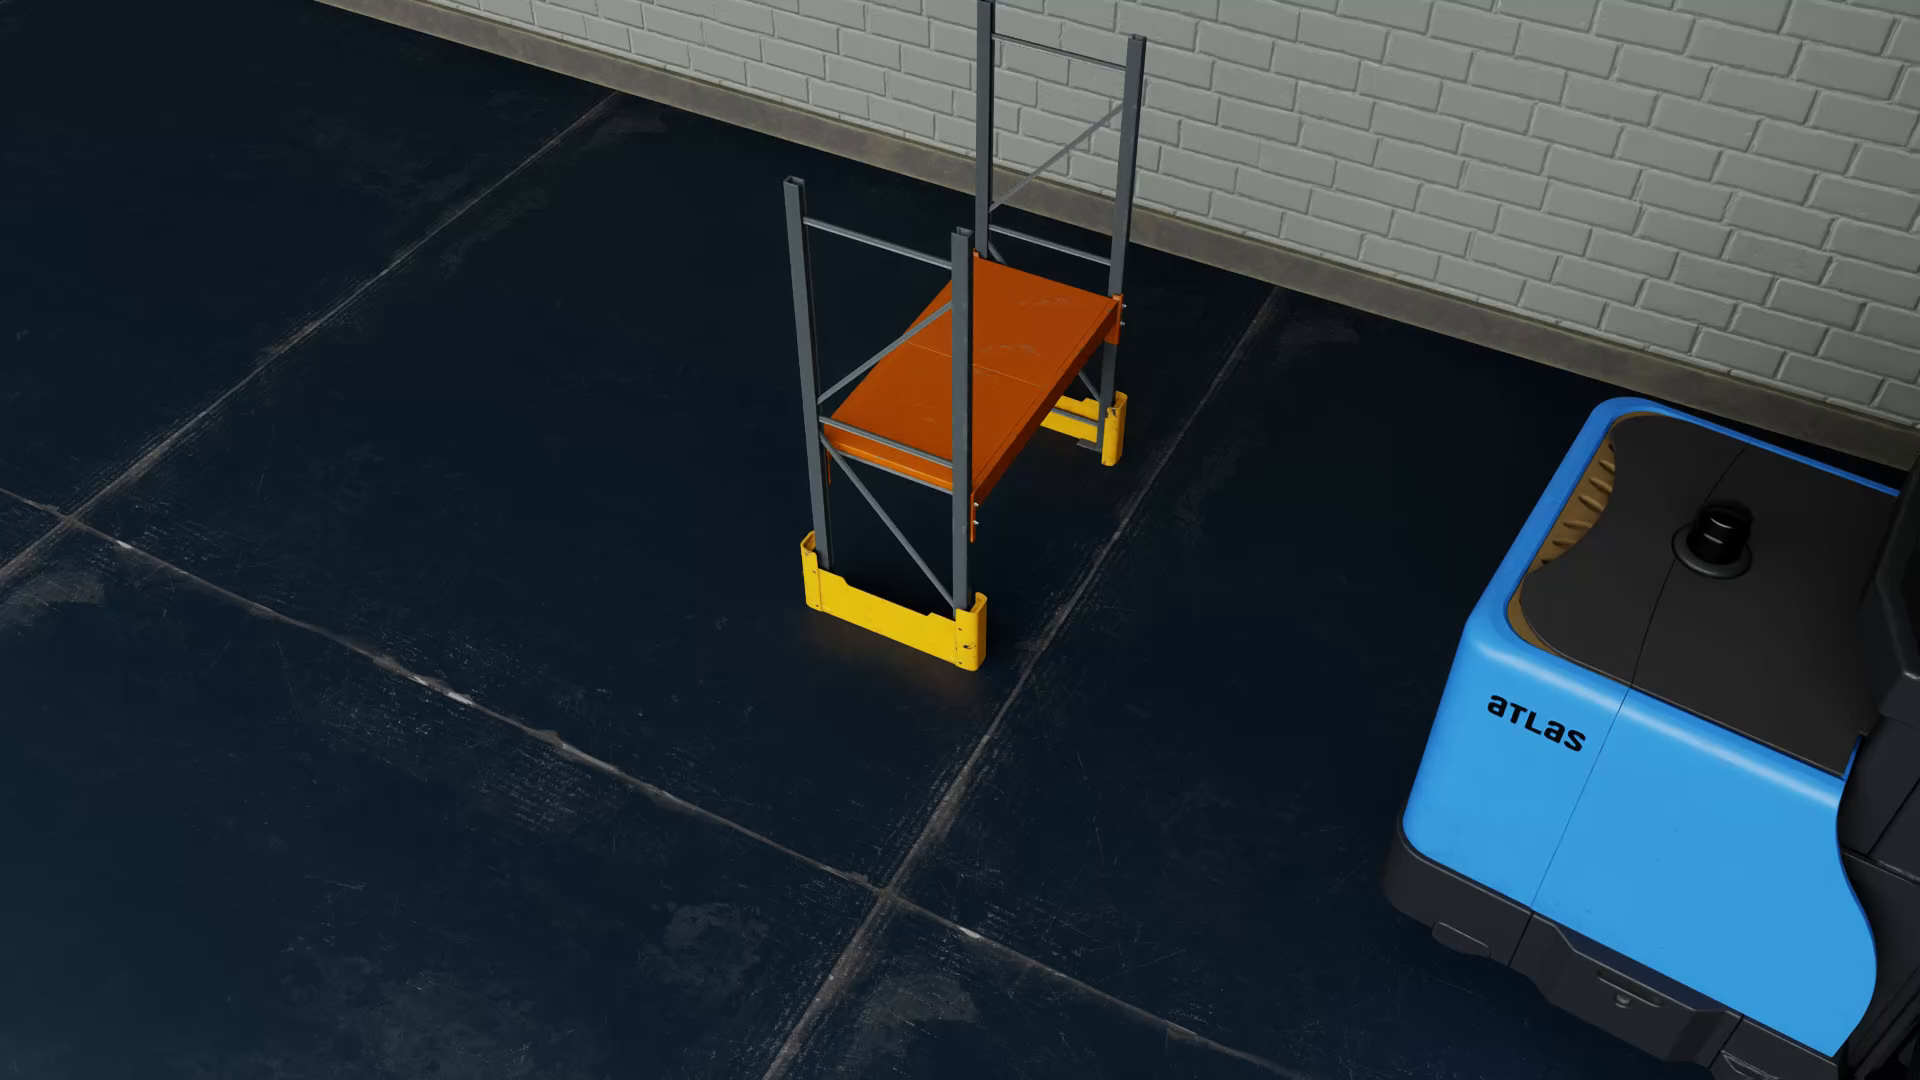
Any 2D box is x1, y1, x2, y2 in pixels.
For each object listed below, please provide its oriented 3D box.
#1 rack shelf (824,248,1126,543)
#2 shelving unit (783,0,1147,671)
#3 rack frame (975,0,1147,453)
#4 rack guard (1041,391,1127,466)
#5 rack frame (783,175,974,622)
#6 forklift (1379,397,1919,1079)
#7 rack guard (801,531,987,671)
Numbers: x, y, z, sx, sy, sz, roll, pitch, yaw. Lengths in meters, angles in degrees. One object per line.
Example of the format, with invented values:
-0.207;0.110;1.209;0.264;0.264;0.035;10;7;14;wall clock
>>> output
0.040;-0.455;4.898;0.538;0.185;1.000;20;49;19;rack shelf
0.035;-0.575;4.764;0.587;1.500;1.083;20;49;19;shelving unit
0.276;-0.901;5.086;0.500;1.500;0.032;20;49;19;rack frame
0.267;-0.450;5.519;0.587;0.250;0.087;20;49;19;rack guard
-0.196;-0.261;4.453;0.500;1.500;0.032;20;49;19;rack frame
2.590;0.209;2.982;3.031;2.935;1.130;25;50;23;forklift
-0.196;0.178;4.898;0.587;0.250;0.087;20;49;19;rack guard
